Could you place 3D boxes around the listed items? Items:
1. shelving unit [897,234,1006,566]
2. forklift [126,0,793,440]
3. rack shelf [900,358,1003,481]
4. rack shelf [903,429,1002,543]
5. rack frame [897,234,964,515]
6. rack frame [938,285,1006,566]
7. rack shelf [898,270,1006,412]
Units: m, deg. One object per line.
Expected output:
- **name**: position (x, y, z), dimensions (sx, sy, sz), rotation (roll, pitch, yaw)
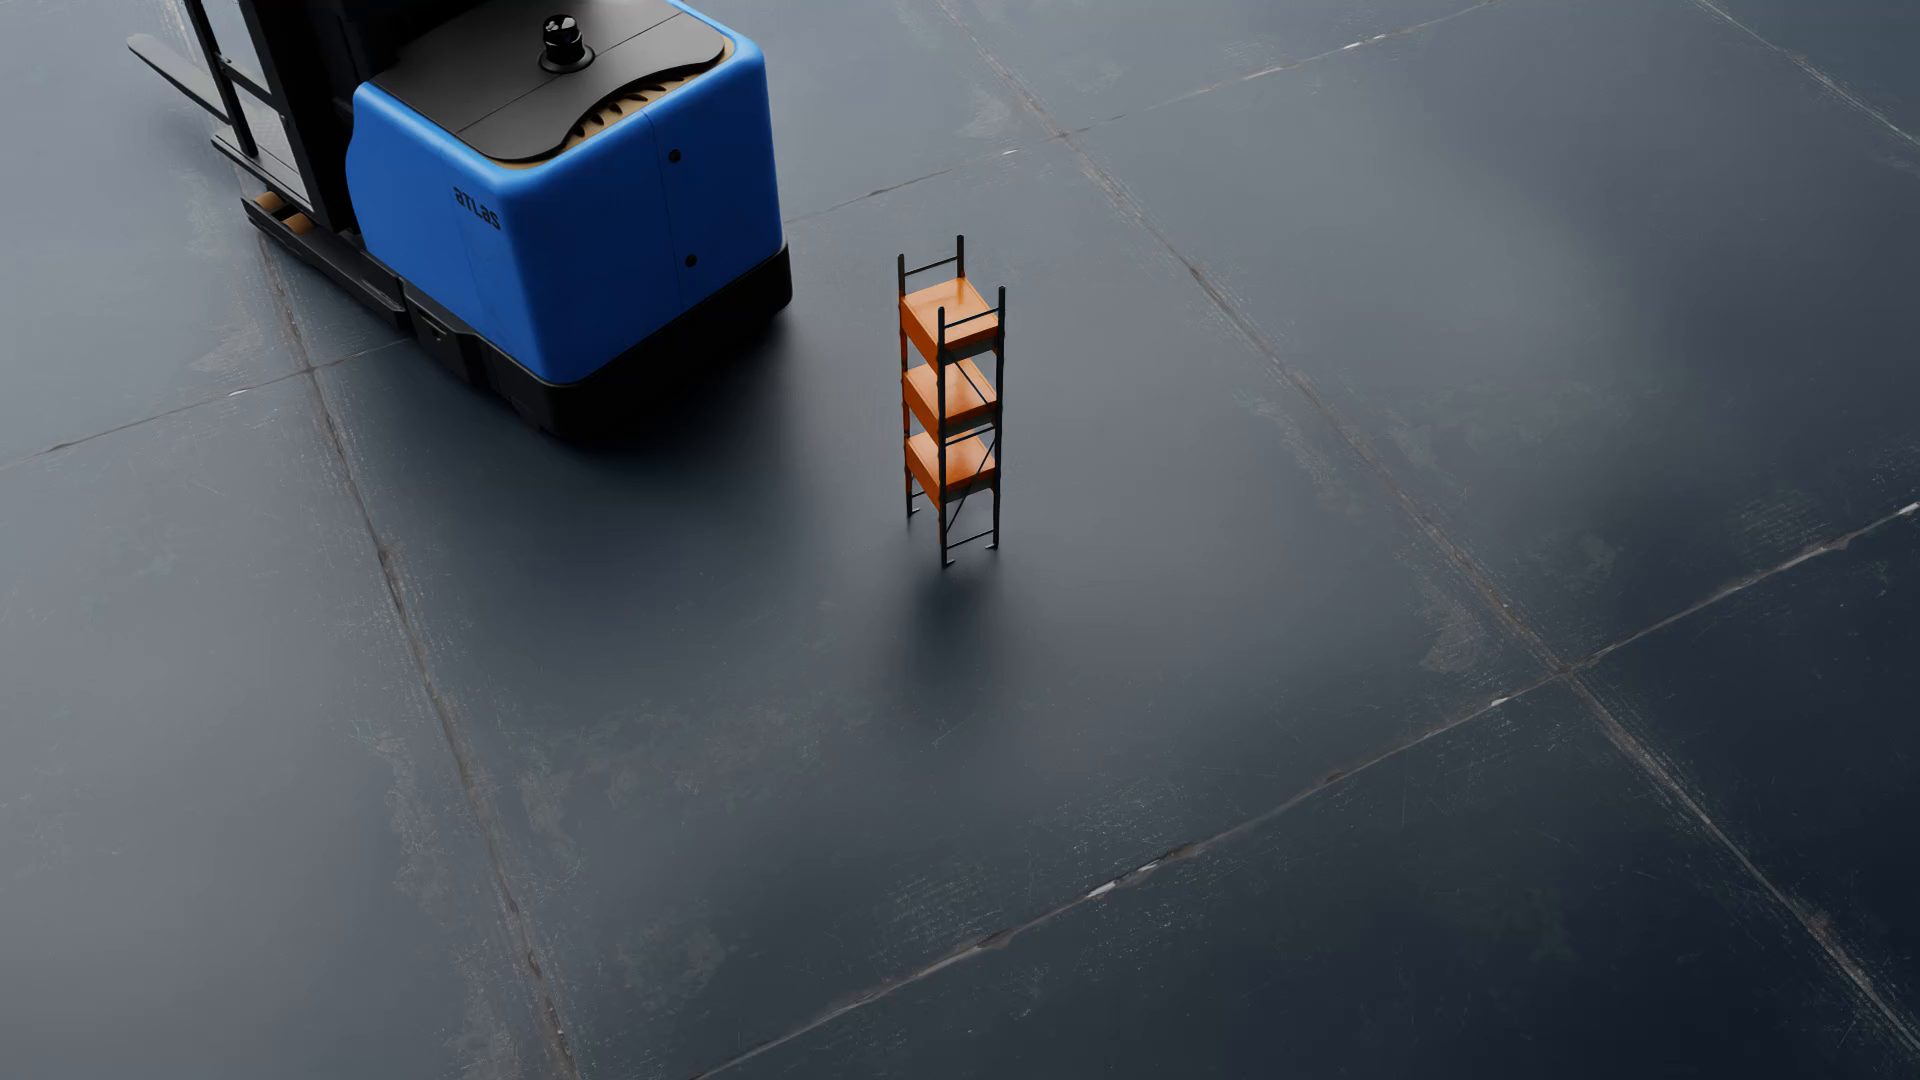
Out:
- **shelving unit**: position (-0.024, -0.381, 4.886), dimensions (0.215, 1.050, 0.252), rotation (-21, 52, -18)
- **forklift**: position (-2.027, -2.266, 5.285), dimensions (3.031, 2.935, 1.130), rotation (34, 57, 26)
- **rack shelf**: position (-0.024, -0.374, 4.894), dimensions (0.215, 0.259, 0.240), rotation (-21, 52, -18)
- **rack shelf**: position (-0.024, -0.192, 5.103), dimensions (0.215, 0.259, 0.240), rotation (-21, 52, -18)
- **rack frame**: position (-0.080, -0.463, 4.958), dimensions (0.200, 1.050, 0.008), rotation (-21, 52, -18)
- **rack frame**: position (0.031, -0.300, 4.815), dimensions (0.200, 1.050, 0.008), rotation (-21, 52, -18)
- **rack shelf**: position (-0.024, -0.561, 4.681), dimensions (0.215, 0.259, 0.240), rotation (-21, 52, -18)
